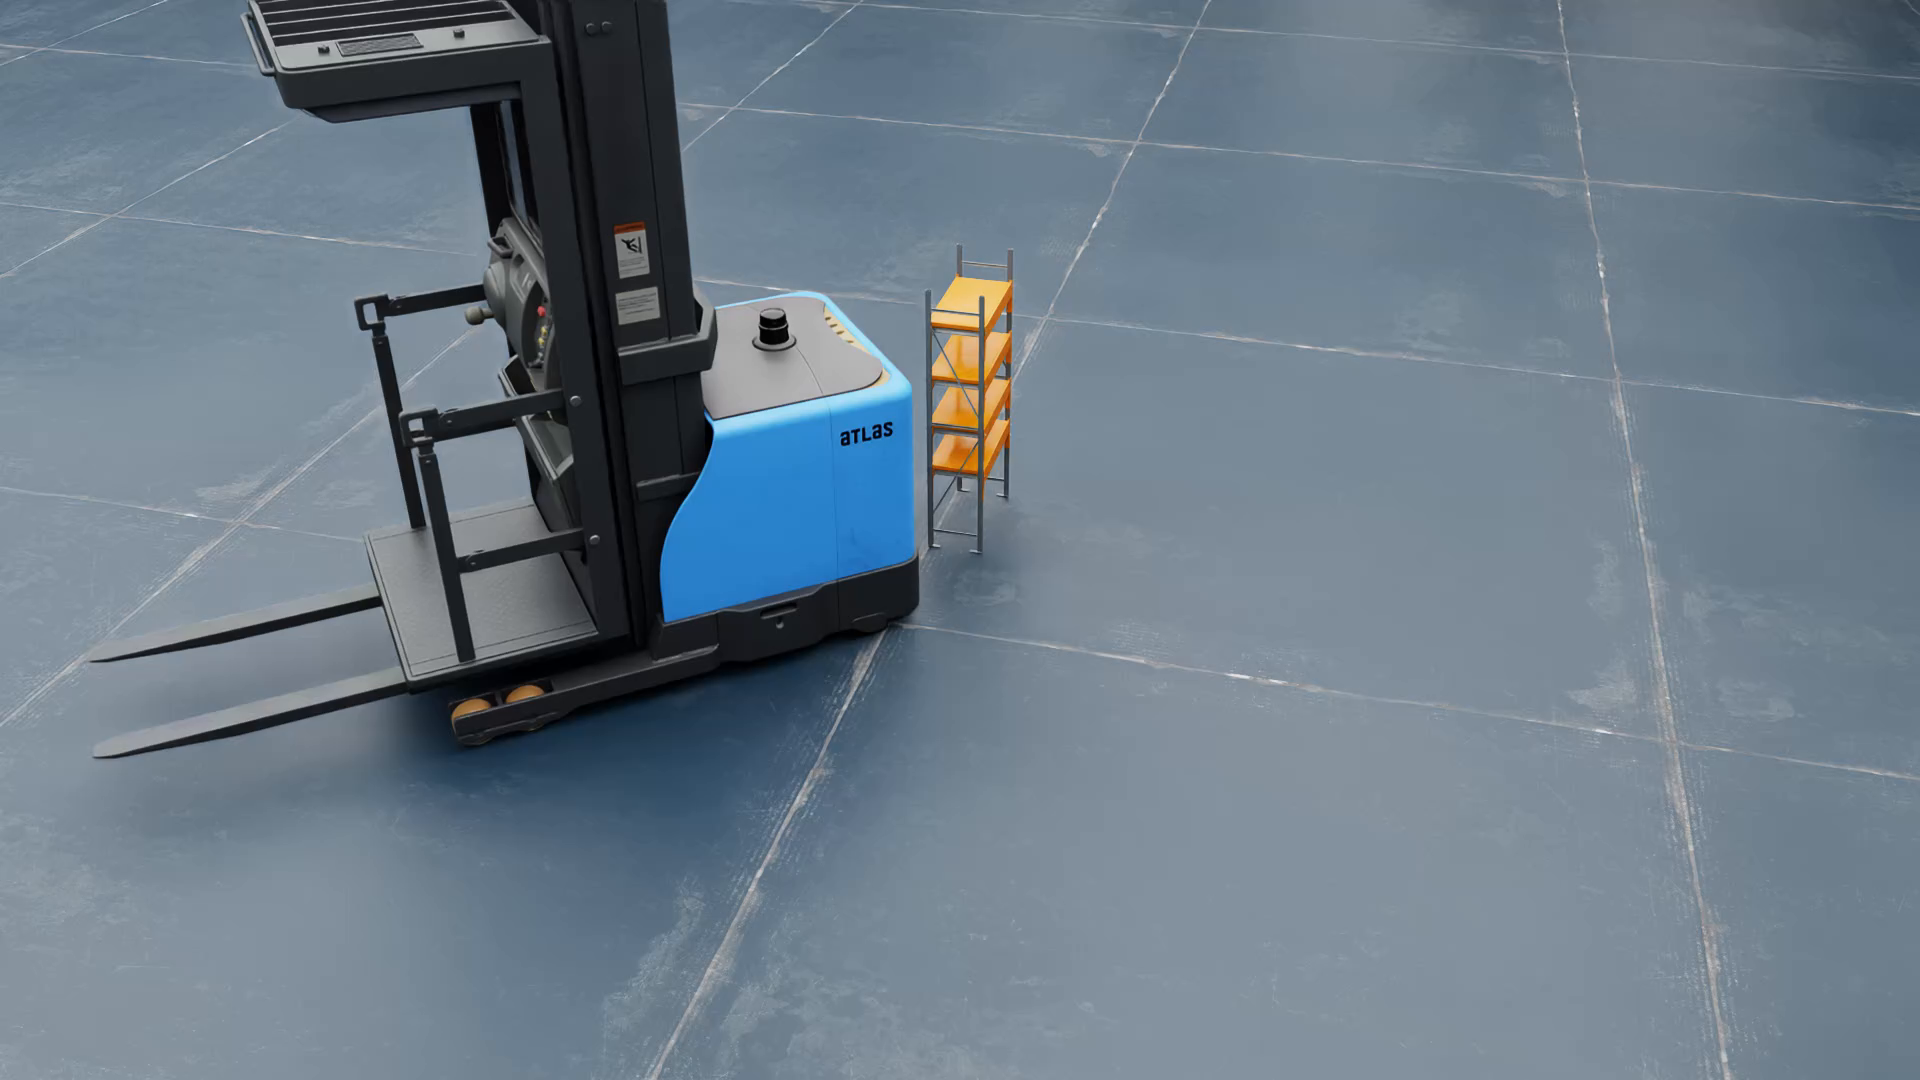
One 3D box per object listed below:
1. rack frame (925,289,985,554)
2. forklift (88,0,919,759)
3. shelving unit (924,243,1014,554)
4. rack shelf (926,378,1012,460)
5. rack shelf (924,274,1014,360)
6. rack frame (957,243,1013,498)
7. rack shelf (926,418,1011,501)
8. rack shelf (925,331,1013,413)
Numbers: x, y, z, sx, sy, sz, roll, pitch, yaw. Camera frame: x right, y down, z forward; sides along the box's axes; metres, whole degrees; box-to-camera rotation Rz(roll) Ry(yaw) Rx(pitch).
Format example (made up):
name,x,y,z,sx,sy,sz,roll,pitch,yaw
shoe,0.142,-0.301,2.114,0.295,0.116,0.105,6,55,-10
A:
name,x,y,z,sx,sy,sz,roll,pitch,yaw
rack frame,-0.020,-0.466,6.864,0.240,1.200,0.015,8,33,12
forklift,-1.723,-0.811,5.794,3.031,2.935,1.130,-14,35,-21
shelving unit,0.042,-0.592,7.063,0.258,1.200,0.503,8,33,12
rack shelf,0.042,-0.535,7.099,0.258,0.148,0.480,8,33,12
rack shelf,0.042,-0.924,6.852,0.258,0.148,0.480,8,33,12
rack frame,0.104,-0.719,7.262,0.240,1.200,0.015,8,33,12
rack shelf,0.042,-0.368,7.206,0.258,0.148,0.480,8,33,12
rack shelf,0.042,-0.724,6.979,0.258,0.148,0.480,8,33,12
